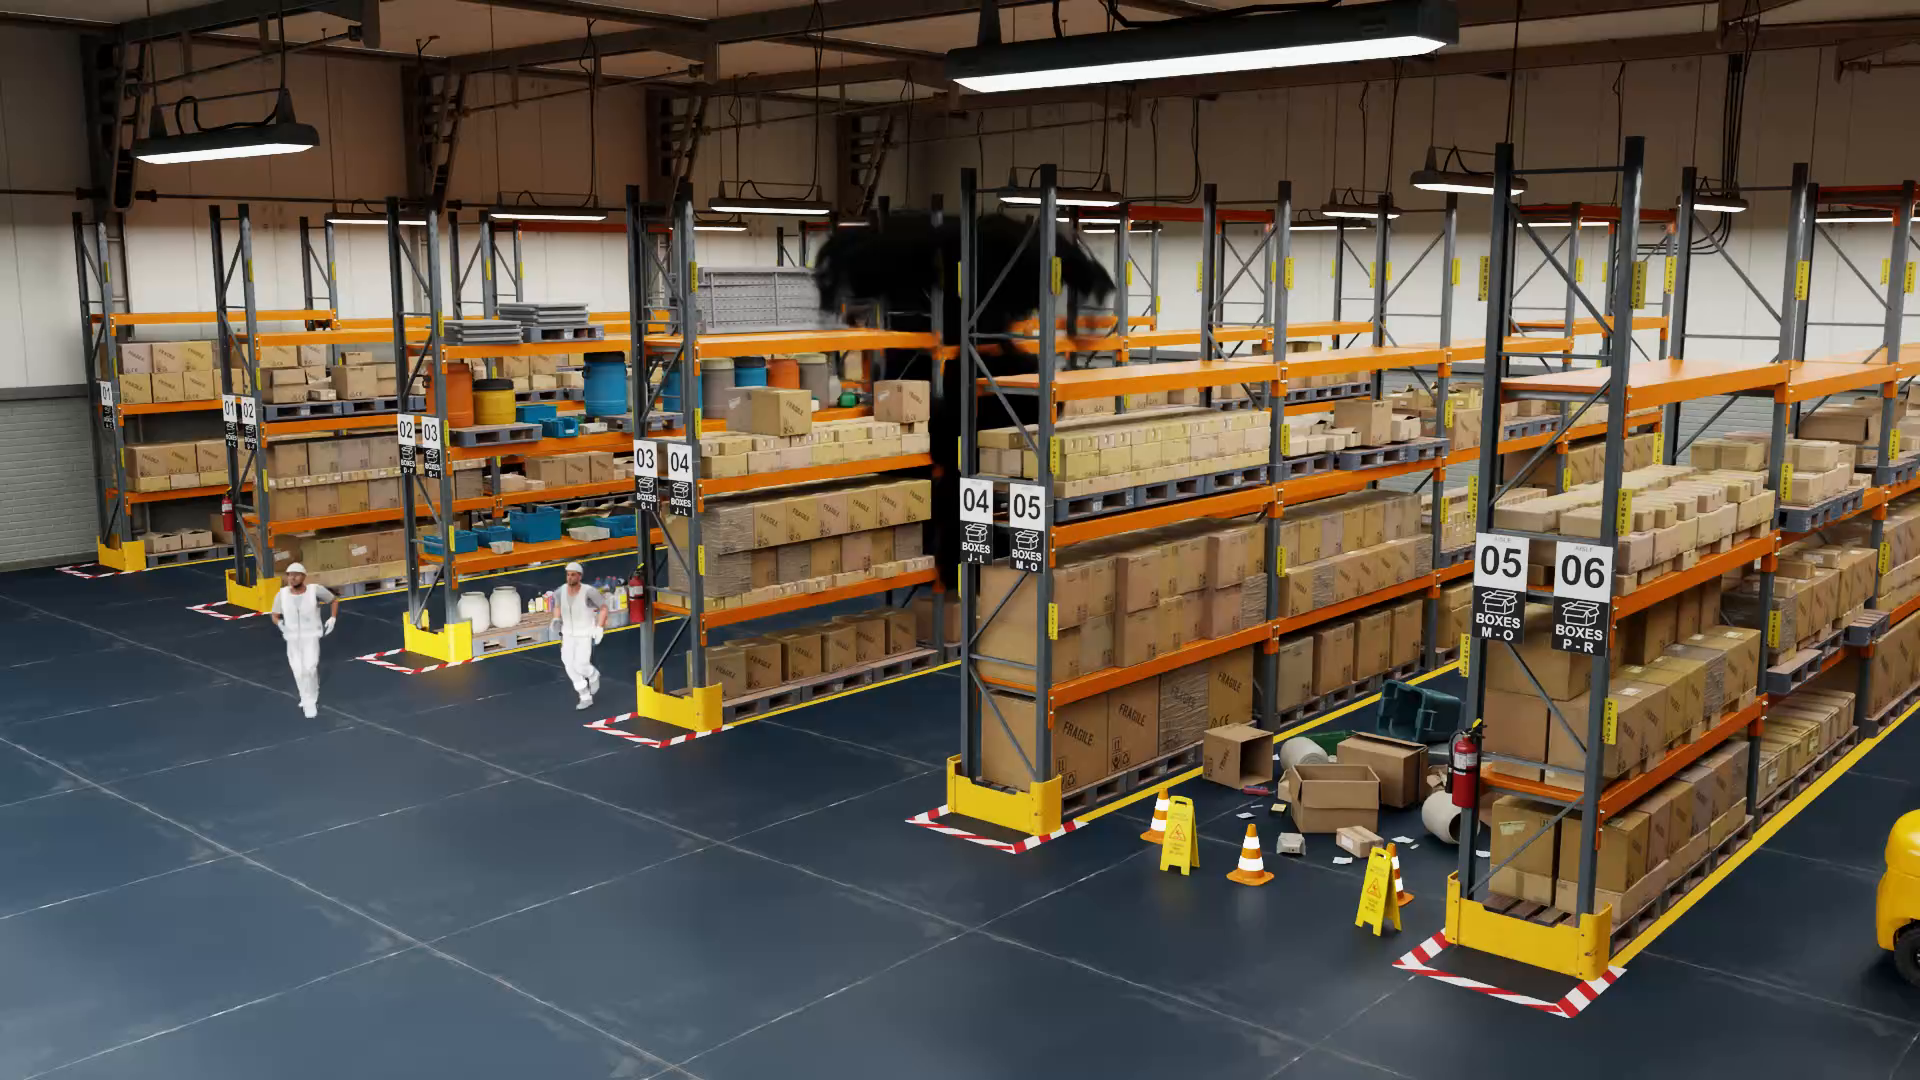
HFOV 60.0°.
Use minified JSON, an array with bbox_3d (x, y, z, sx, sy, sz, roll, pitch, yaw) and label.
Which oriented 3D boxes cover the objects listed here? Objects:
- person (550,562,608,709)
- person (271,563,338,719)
[{"bbox_3d":[-4.464,1.113,19.400,0.660,1.744,0.614,3,10,17],"label":"person"},{"bbox_3d":[-7.548,1.150,19.123,0.689,1.795,0.724,-1,10,-6],"label":"person"}]
